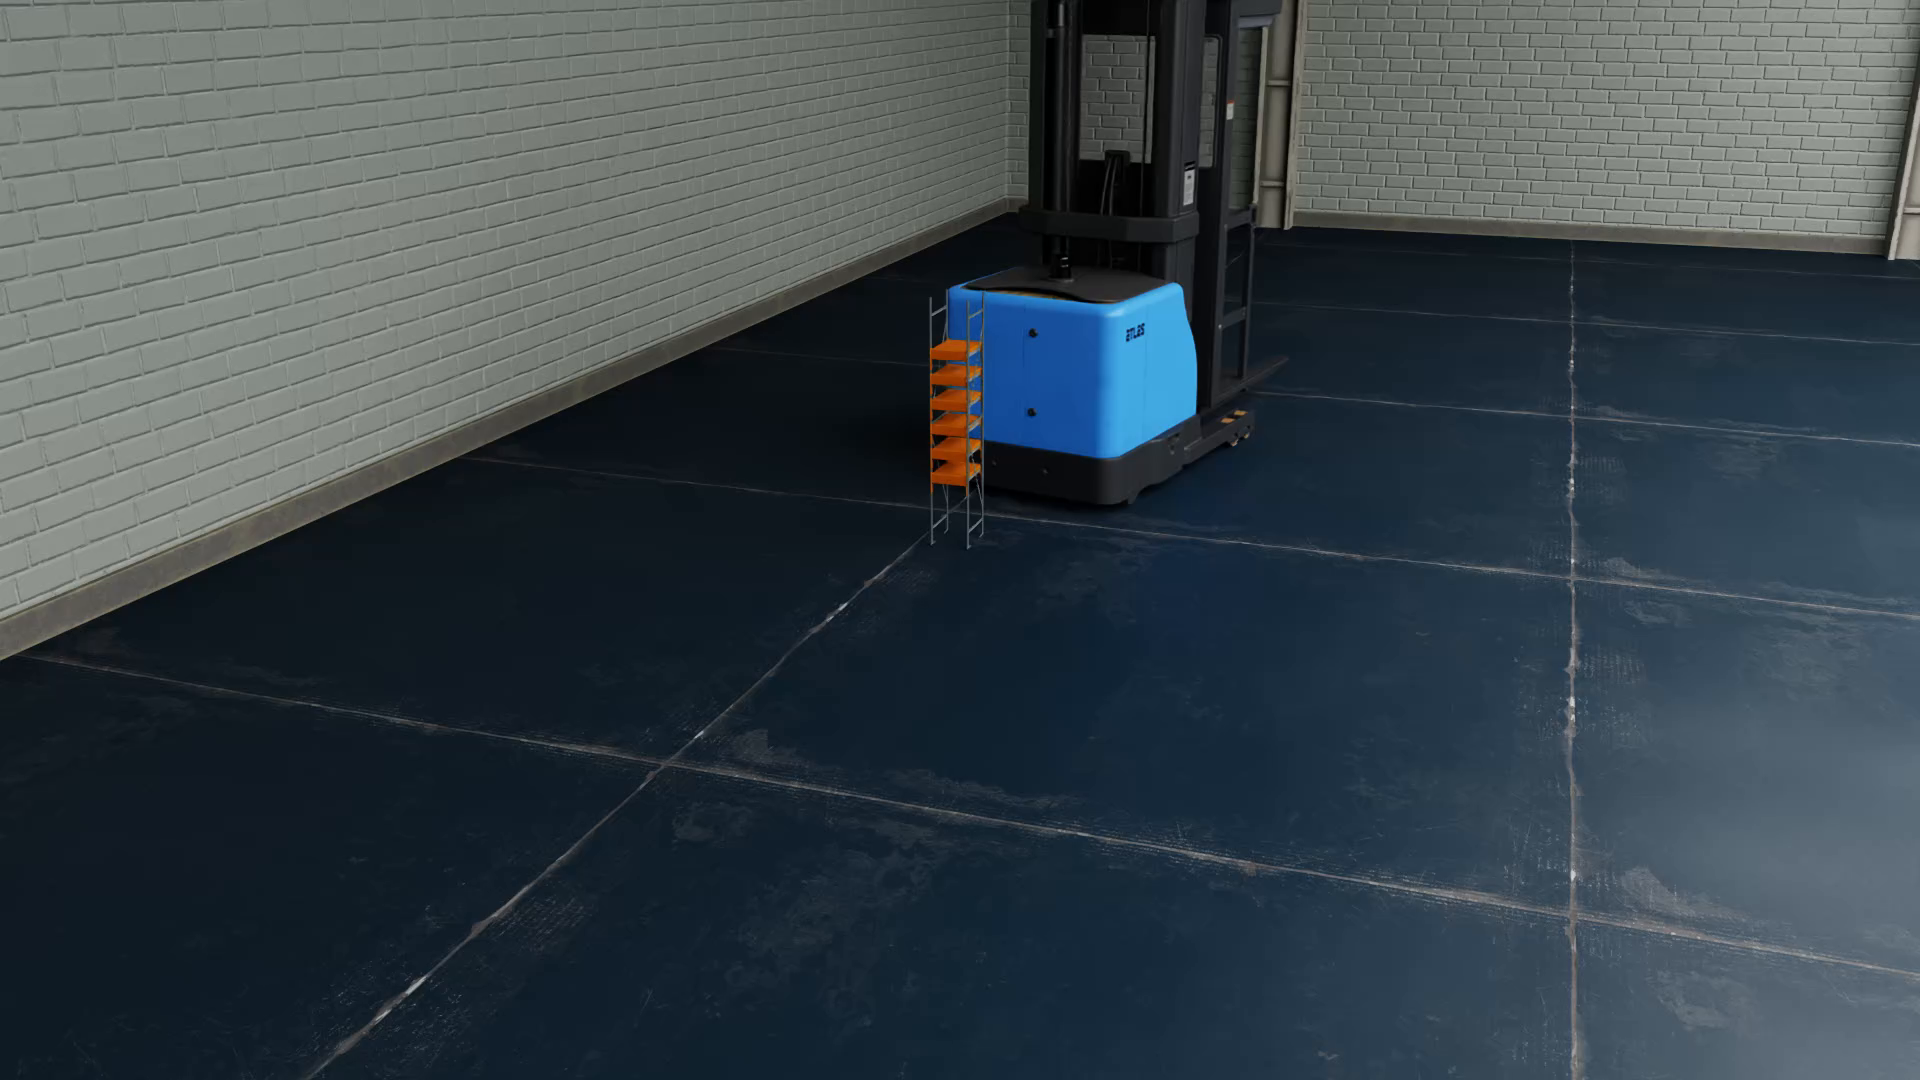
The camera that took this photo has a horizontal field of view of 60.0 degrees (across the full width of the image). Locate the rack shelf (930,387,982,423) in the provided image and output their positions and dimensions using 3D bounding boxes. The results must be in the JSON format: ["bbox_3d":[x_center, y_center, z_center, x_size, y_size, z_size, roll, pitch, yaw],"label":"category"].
[{"bbox_3d":[-0.014,-0.639,7.858,0.180,0.103,0.258,7,20,18],"label":"rack shelf"}]

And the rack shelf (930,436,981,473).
[{"bbox_3d":[-0.014,-0.413,7.937,0.180,0.103,0.258,7,20,18],"label":"rack shelf"}]

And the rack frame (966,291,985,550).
[{"bbox_3d":[0.073,-0.558,7.855,0.006,1.200,0.240,7,20,18],"label":"rack frame"}]

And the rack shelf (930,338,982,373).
[{"bbox_3d":[-0.014,-0.866,7.779,0.180,0.103,0.258,7,20,18],"label":"rack shelf"}]

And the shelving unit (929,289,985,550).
[{"bbox_3d":[-0.014,-0.568,7.883,0.189,1.200,0.258,7,20,18],"label":"shelving unit"}]

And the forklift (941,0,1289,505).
[{"bbox_3d":[1.083,-1.994,9.344,1.130,2.935,3.031,11,22,29],"label":"forklift"}]

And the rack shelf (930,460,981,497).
[{"bbox_3d":[-0.014,-0.300,7.977,0.180,0.103,0.258,7,20,18],"label":"rack shelf"}]

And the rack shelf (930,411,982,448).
[{"bbox_3d":[-0.014,-0.526,7.898,0.180,0.103,0.258,7,20,18],"label":"rack shelf"}]

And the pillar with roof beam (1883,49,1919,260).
[{"bbox_3d":[7.553,-5.577,10.403,0.400,9.000,9.100,7,20,18],"label":"pillar with roof beam"}]

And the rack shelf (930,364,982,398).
[{"bbox_3d":[-0.014,-0.753,7.819,0.180,0.103,0.258,7,20,18],"label":"rack shelf"}]

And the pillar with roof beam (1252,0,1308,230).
[{"bbox_3d":[1.886,-6.225,12.263,0.400,9.000,9.100,7,20,18],"label":"pillar with roof beam"}]

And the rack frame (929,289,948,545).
[{"bbox_3d":[-0.100,-0.578,7.912,0.006,1.200,0.240,7,20,18],"label":"rack frame"}]
